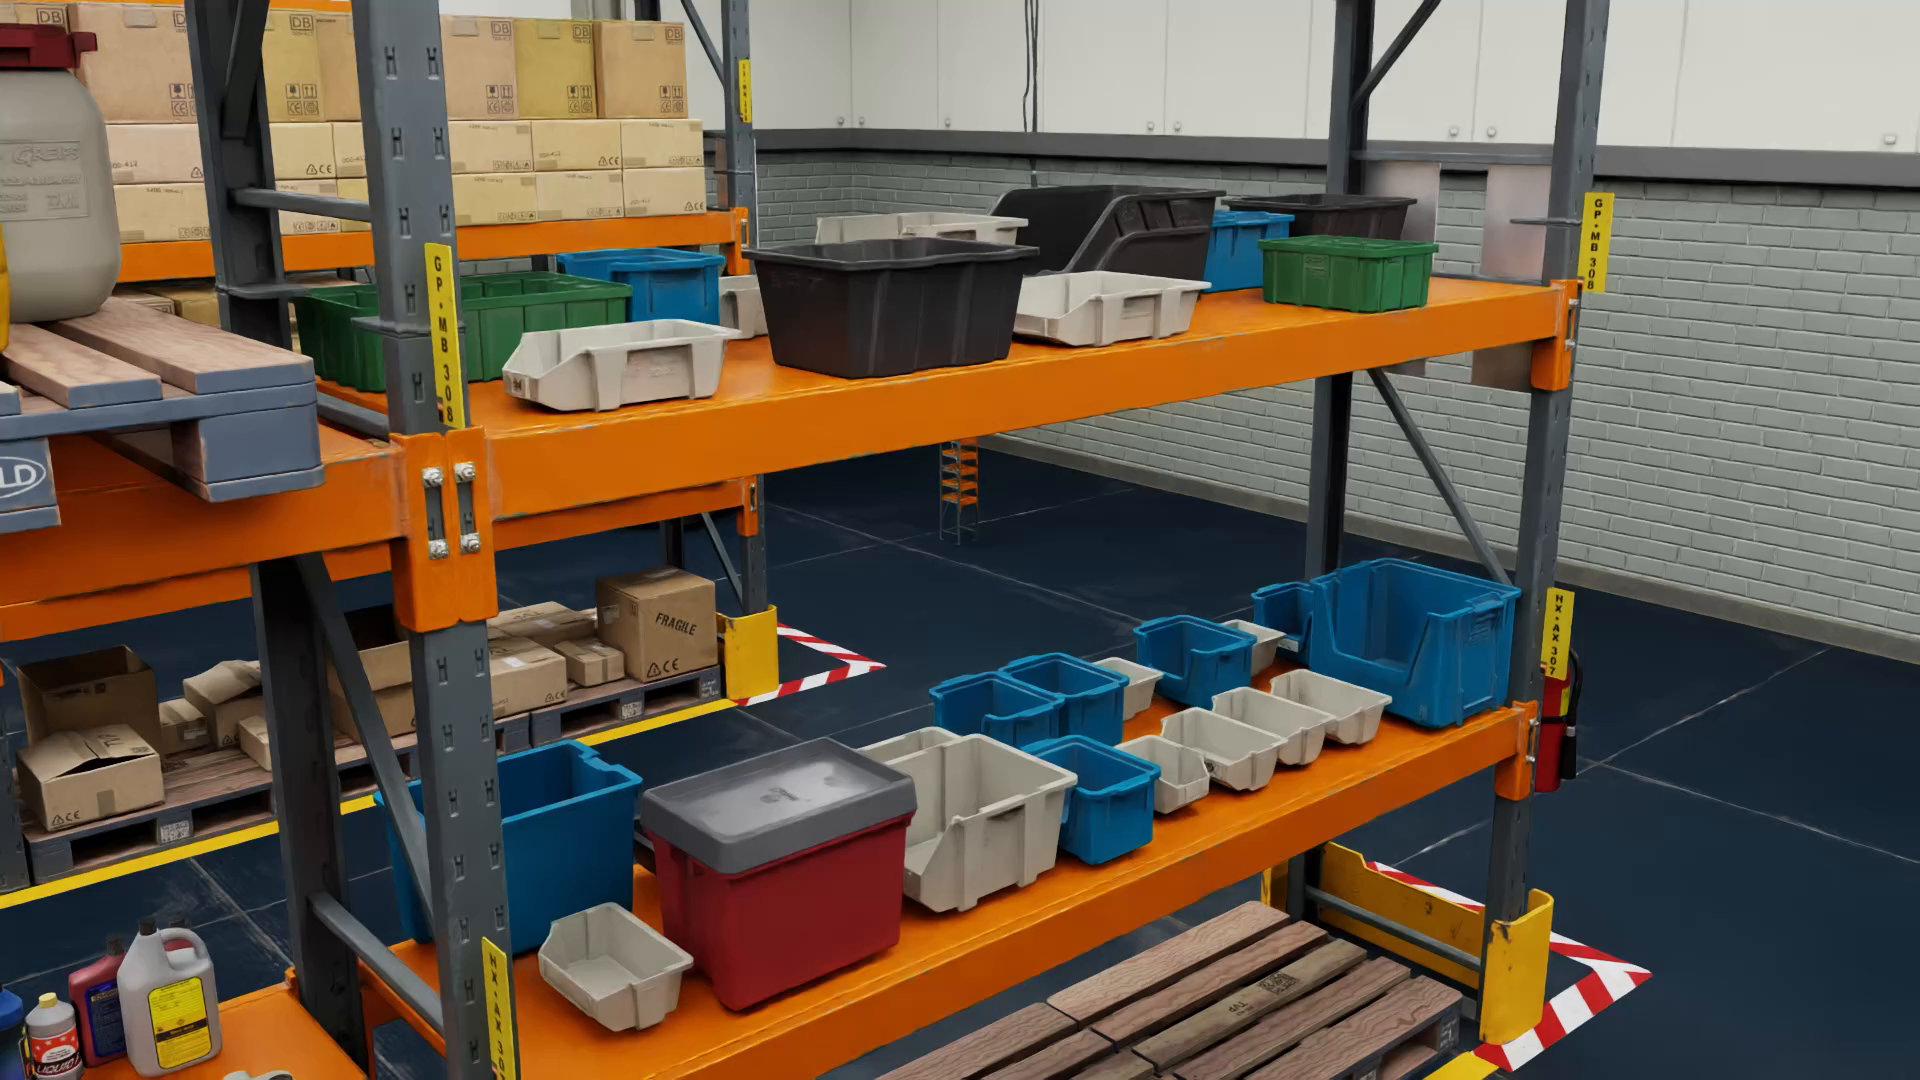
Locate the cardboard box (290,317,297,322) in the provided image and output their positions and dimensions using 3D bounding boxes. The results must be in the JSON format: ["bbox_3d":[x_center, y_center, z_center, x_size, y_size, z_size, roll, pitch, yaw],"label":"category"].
[{"bbox_3d":[-3.171,-0.907,8.702,0.500,0.500,0.500,-13,20,-40],"label":"cardboard box"}]

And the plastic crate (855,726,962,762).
[{"bbox_3d":[-0.163,0.728,5.107,0.466,0.136,0.293,-13,19,-39],"label":"plastic crate"}]

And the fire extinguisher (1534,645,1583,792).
[{"bbox_3d":[2.150,0.586,6.117,0.183,0.674,0.296,-13,19,-39],"label":"fire extinguisher"}]

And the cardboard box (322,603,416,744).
[{"bbox_3d":[-3.114,0.692,8.831,0.637,0.503,0.797,-13,19,-39],"label":"cardboard box"}]

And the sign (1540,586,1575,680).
[{"bbox_3d":[2.112,0.331,5.883,0.005,0.325,0.100,-13,19,-39],"label":"sign"}]

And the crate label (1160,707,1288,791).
[{"bbox_3d":[0.820,0.675,5.304,0.243,0.136,0.396,-13,19,-39],"label":"crate label"}]

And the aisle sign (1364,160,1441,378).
[{"bbox_3d":[1.598,-1.021,6.221,0.004,0.787,0.394,-13,19,-39],"label":"aisle sign"}]

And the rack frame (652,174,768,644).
[{"bbox_3d":[-1.510,-0.660,9.907,0.127,3.000,1.000,-13,19,-39],"label":"rack frame"}]

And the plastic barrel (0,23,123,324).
[{"bbox_3d":[-1.841,-0.694,3.148,0.433,0.535,0.433,0,15,0],"label":"plastic barrel"}]

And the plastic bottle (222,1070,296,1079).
[{"bbox_3d":[-1.364,1.173,3.288,0.135,0.276,0.152,-13,19,-39],"label":"plastic bottle"}]

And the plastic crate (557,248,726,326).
[{"bbox_3d":[-0.802,-0.602,4.202,0.300,0.233,0.416,-13,19,-39],"label":"plastic crate"}]

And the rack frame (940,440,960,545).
[{"bbox_3d":[-0.080,-0.562,13.028,0.006,1.200,0.240,-13,19,-39],"label":"rack frame"}]

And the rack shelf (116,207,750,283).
[{"bbox_3d":[-3.019,-1.422,8.344,4.000,0.370,1.077,-13,19,-39],"label":"rack shelf"}]

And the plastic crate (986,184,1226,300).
[{"bbox_3d":[0.405,-0.909,5.147,0.767,0.338,0.504,-13,19,-39],"label":"plastic crate"}]

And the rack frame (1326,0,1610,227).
[{"bbox_3d":[1.738,-2.593,5.520,0.127,3.000,1.000,-13,19,-39],"label":"rack frame"}]

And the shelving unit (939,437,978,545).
[{"bbox_3d":[-0.011,-0.577,13.086,0.189,1.200,0.258,-13,19,-39],"label":"shelving unit"}]

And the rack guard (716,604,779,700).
[{"bbox_3d":[-1.568,0.561,10.181,0.348,0.500,1.175,-13,19,-39],"label":"rack guard"}]

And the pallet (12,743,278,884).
[{"bbox_3d":[-4.009,1.249,8.165,1.213,0.211,1.003,-13,19,-39],"label":"pallet"}]

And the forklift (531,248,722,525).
[{"bbox_3d":[-3.437,-1.718,14.001,3.031,2.935,1.130,5,16,18],"label":"forklift"}]

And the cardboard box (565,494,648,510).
[{"bbox_3d":[-2.059,-0.491,9.080,0.500,0.500,0.500,-12,19,-39],"label":"cardboard box"}]

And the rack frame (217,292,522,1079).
[{"bbox_3d":[-1.279,0.983,3.758,0.127,3.000,1.000,-13,19,-39],"label":"rack frame"}]

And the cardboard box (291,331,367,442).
[{"bbox_3d":[-3.211,-0.713,7.975,0.500,0.500,0.500,-13,20,-41],"label":"cardboard box"}]

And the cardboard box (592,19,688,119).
[{"bbox_3d":[-1.887,-2.550,9.040,0.500,0.500,0.700,-13,19,-39],"label":"cardboard box"}]

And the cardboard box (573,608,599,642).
[{"bbox_3d":[-2.241,0.543,10.042,0.250,0.166,0.380,-13,19,-39],"label":"cardboard box"}]

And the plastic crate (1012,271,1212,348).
[{"bbox_3d":[0.342,-0.618,4.450,0.530,0.136,0.437,-13,19,-39],"label":"plastic crate"}]

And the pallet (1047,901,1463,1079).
[{"bbox_3d":[1.091,1.785,6.160,1.213,0.211,1.003,-13,19,-39],"label":"pallet"}]

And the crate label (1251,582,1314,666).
[{"bbox_3d":[1.336,0.335,6.392,0.303,0.233,0.416,-13,19,-39],"label":"crate label"}]

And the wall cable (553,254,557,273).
[{"bbox_3d":[-4.420,-2.515,14.885,1.851,1.984,0.084,-13,19,-39],"label":"wall cable"}]

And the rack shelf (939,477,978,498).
[{"bbox_3d":[-0.011,-0.418,13.128,0.180,0.103,0.258,-13,19,-39],"label":"rack shelf"}]

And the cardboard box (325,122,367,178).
[{"bbox_3d":[-2.860,-1.887,8.010,0.500,0.250,0.500,-13,19,-39],"label":"cardboard box"}]

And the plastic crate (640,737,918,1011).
[{"bbox_3d":[-0.441,0.821,4.125,0.583,0.464,0.402,-13,19,-39],"label":"plastic crate"}]

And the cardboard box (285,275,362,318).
[{"bbox_3d":[-5.143,-1.680,13.146,0.700,0.700,0.980,-12,19,-37],"label":"cardboard box"}]

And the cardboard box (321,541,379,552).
[{"bbox_3d":[-3.202,-0.235,8.125,0.500,0.500,0.500,-13,20,-40],"label":"cardboard box"}]

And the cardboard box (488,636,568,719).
[{"bbox_3d":[-2.495,0.751,9.100,0.500,0.250,0.500,-13,19,-39],"label":"cardboard box"}]

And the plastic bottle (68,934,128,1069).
[{"bbox_3d":[-1.937,1.041,3.767,0.133,0.283,0.061,-13,19,-39],"label":"plastic bottle"}]

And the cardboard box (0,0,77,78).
[{"bbox_3d":[-4.186,-2.052,7.177,0.500,0.500,0.700,-13,19,-39],"label":"cardboard box"}]

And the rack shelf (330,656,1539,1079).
[{"bbox_3d":[0.230,0.992,5.119,4.000,0.370,1.077,-13,19,-39],"label":"rack shelf"}]

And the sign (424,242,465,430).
[{"bbox_3d":[-0.920,-0.363,2.967,0.005,0.325,0.100,-13,19,-39],"label":"sign"}]

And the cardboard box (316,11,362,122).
[{"bbox_3d":[-3.065,-2.310,8.141,0.500,0.500,0.700,-13,19,-39],"label":"cardboard box"}]

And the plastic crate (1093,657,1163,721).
[{"bbox_3d":[0.528,0.535,5.831,0.298,0.136,0.250,-13,19,-39],"label":"plastic crate"}]

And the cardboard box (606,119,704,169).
[{"bbox_3d":[-1.731,-2.141,8.963,0.500,0.250,0.500,-13,19,-39],"label":"cardboard box"}]

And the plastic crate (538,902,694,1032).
[{"bbox_3d":[-0.834,1.030,3.975,0.243,0.136,0.396,-13,19,-39],"label":"plastic crate"}]

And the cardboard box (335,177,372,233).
[{"bbox_3d":[-2.866,-1.647,8.080,0.500,0.250,0.500,-13,19,-39],"label":"cardboard box"}]

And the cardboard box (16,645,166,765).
[{"bbox_3d":[-4.284,0.861,8.204,0.500,0.500,0.500,-13,19,-39],"label":"cardboard box"}]

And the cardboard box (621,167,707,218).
[{"bbox_3d":[-1.725,-1.898,9.021,0.500,0.250,0.500,-13,19,-39],"label":"cardboard box"}]
